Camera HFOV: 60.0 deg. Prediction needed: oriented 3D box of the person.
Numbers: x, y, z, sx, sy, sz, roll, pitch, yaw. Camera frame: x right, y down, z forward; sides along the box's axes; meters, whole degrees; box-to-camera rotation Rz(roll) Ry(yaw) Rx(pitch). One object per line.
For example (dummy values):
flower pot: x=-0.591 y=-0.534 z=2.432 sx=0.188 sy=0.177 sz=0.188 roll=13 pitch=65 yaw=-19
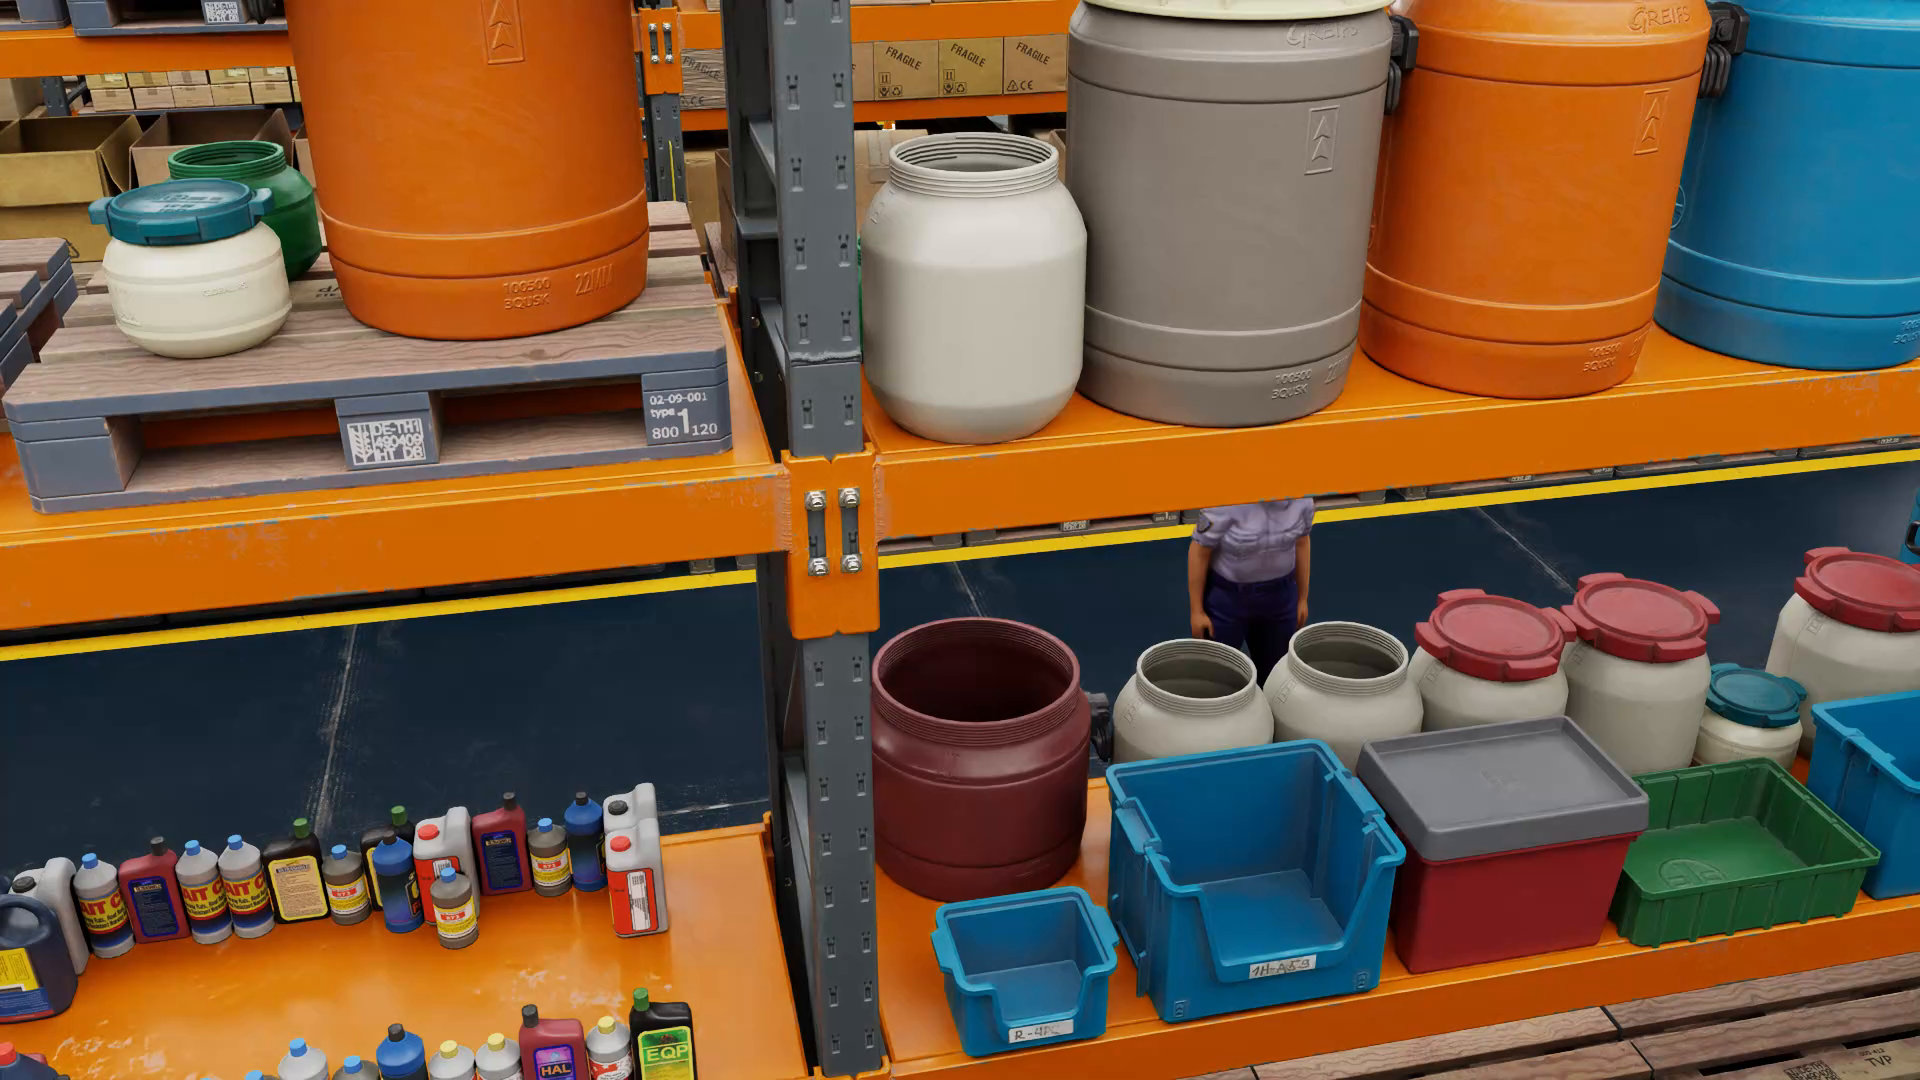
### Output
person: x=1.143 y=0.279 z=6.576 sx=0.547 sy=1.650 sz=0.424 roll=-7 pitch=28 yaw=-14
